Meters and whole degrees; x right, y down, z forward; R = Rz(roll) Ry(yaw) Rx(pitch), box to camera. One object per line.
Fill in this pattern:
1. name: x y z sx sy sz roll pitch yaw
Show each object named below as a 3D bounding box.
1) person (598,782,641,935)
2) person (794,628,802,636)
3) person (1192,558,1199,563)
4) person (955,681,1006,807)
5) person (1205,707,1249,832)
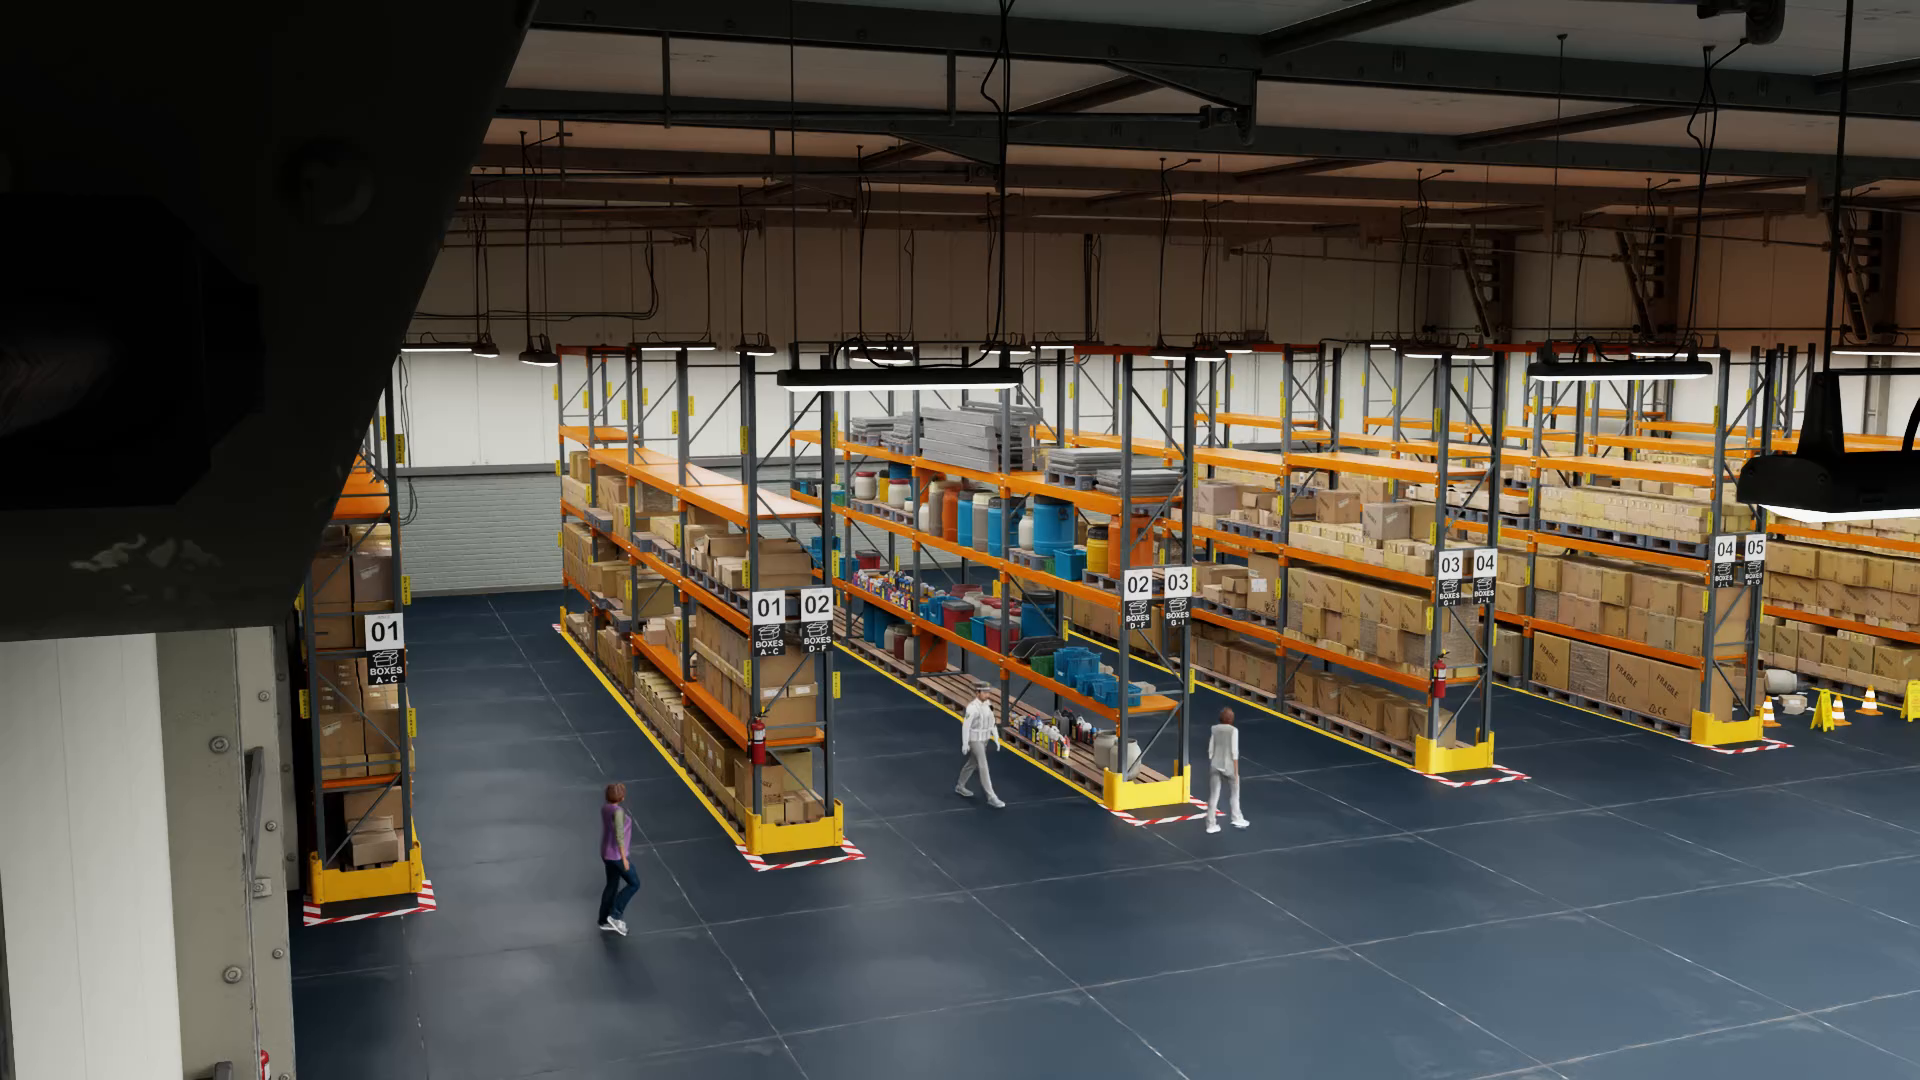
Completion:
1. person: -3.599 3.325 17.446 0.417 1.606 0.445 -4 8 -27
2. person: -3.284 1.239 33.602 0.484 1.635 0.911 0 7 -1
3. person: 4.849 0.985 35.161 0.570 1.725 1.061 -3 8 -19
4. person: 0.304 2.685 22.237 0.944 1.619 0.508 5 9 32
5. person: 3.345 2.900 21.005 0.473 1.563 0.776 6 9 38
